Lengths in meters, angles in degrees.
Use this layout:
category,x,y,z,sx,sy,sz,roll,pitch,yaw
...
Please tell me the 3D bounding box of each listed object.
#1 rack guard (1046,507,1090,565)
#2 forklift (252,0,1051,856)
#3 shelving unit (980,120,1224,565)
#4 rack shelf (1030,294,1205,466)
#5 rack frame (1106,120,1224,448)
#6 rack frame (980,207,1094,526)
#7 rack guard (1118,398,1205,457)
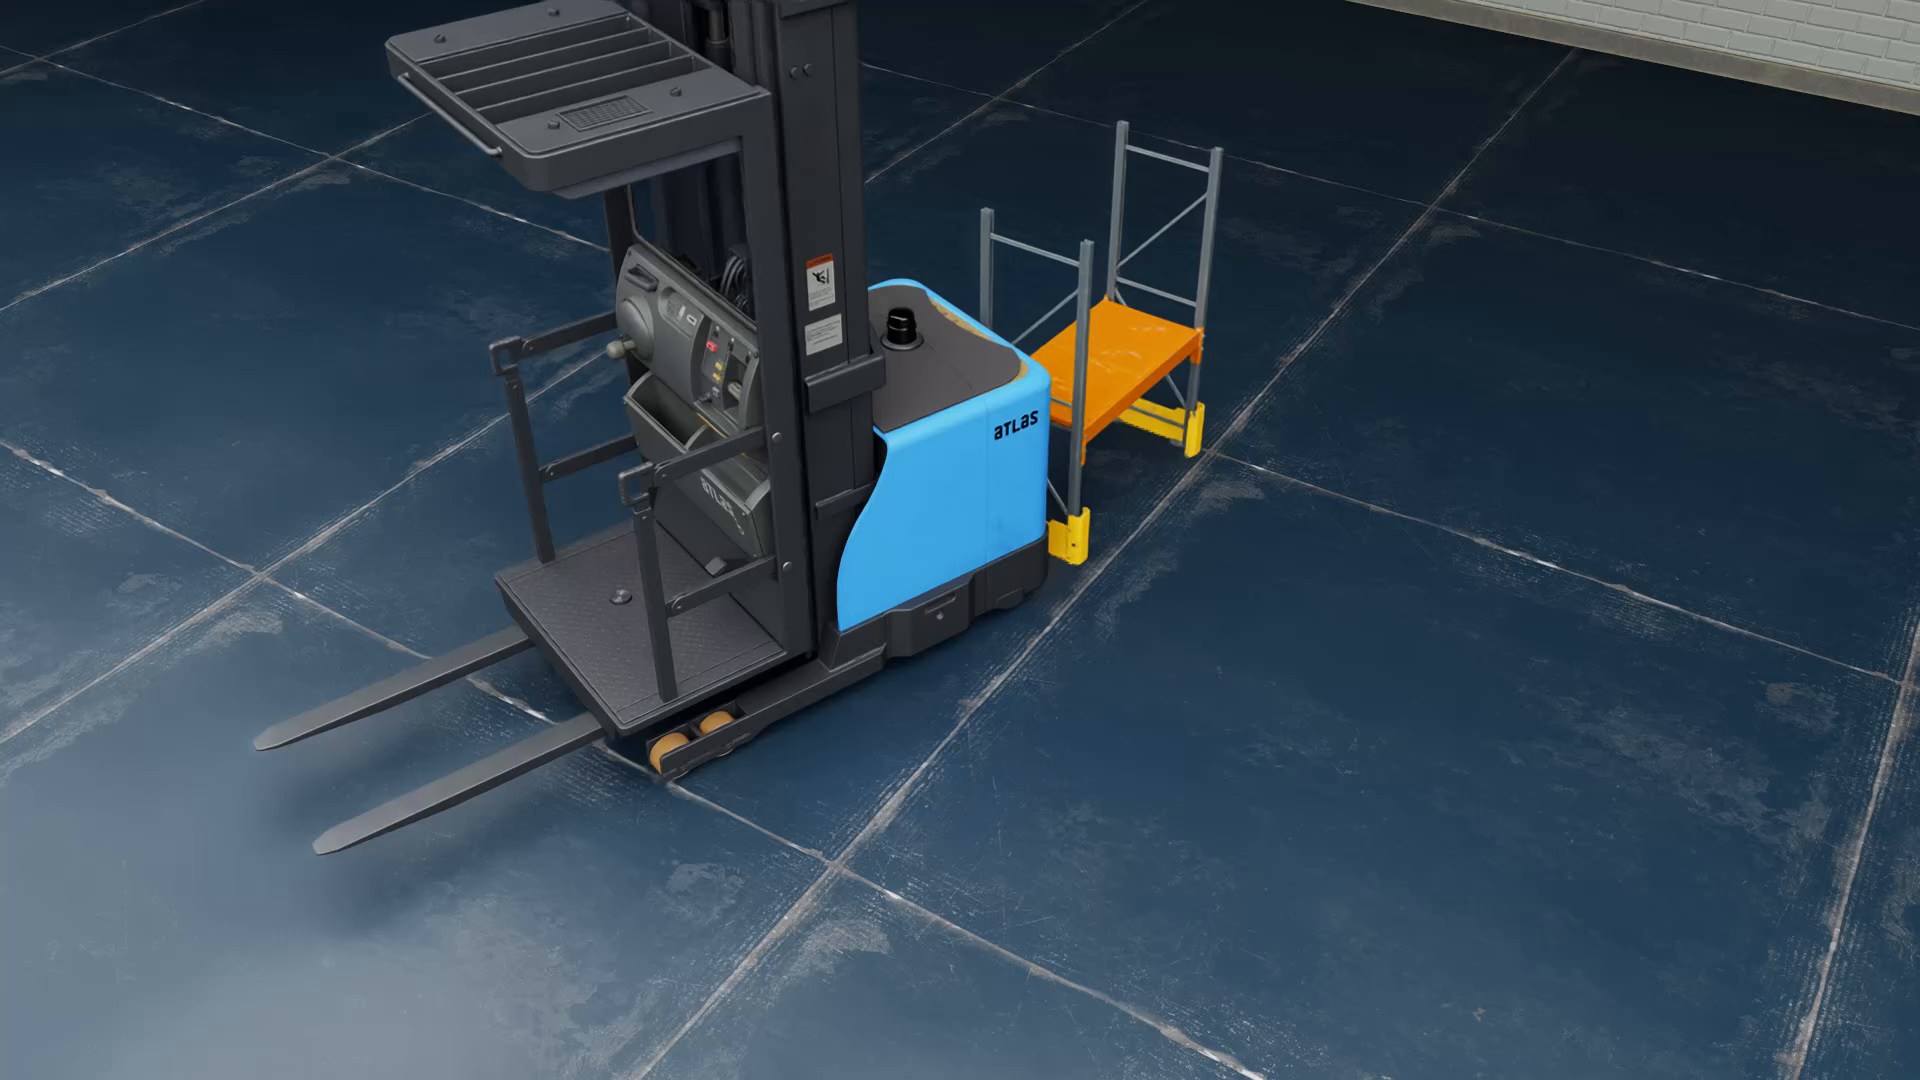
category,x,y,z,sx,sy,sz,roll,pitch,yaw
rack guard,0.293,-0.112,7.190,0.587,0.250,0.087,24,43,27
forklift,-1.121,-0.652,5.695,3.031,2.935,1.130,-24,44,-28
shelving unit,0.582,-0.854,7.129,0.587,1.500,1.083,24,43,27
rack shelf,0.587,-0.716,7.245,0.538,0.185,1.000,24,43,27
rack frame,0.883,-1.111,7.463,0.500,1.500,0.032,24,43,27
rack frame,0.292,-0.606,6.808,0.500,1.500,0.032,24,43,27
rack guard,0.871,-0.607,7.832,0.587,0.250,0.087,24,43,27
